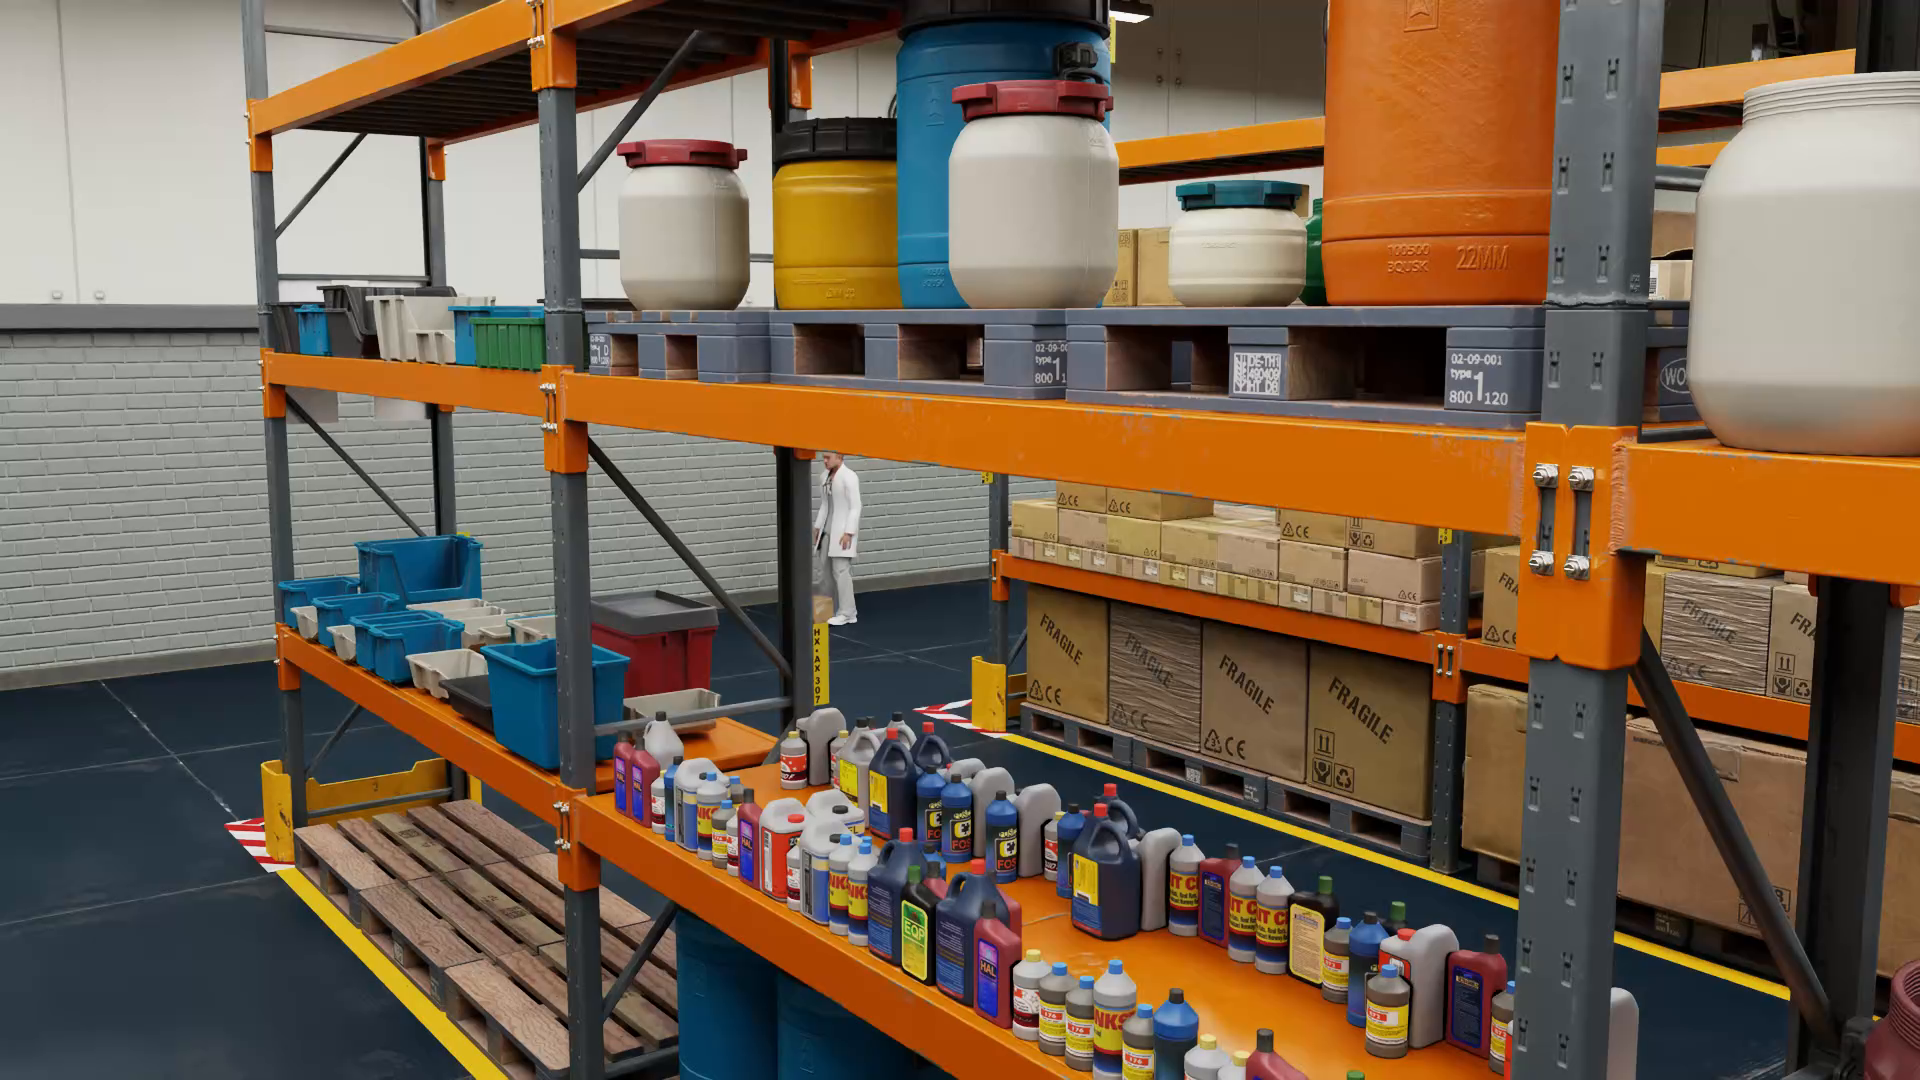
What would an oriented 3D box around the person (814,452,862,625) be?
[{"bbox_3d":[-1.215,-0.034,16.355,0.426,1.709,0.617,-6,10,-38],"label":"person"}]
